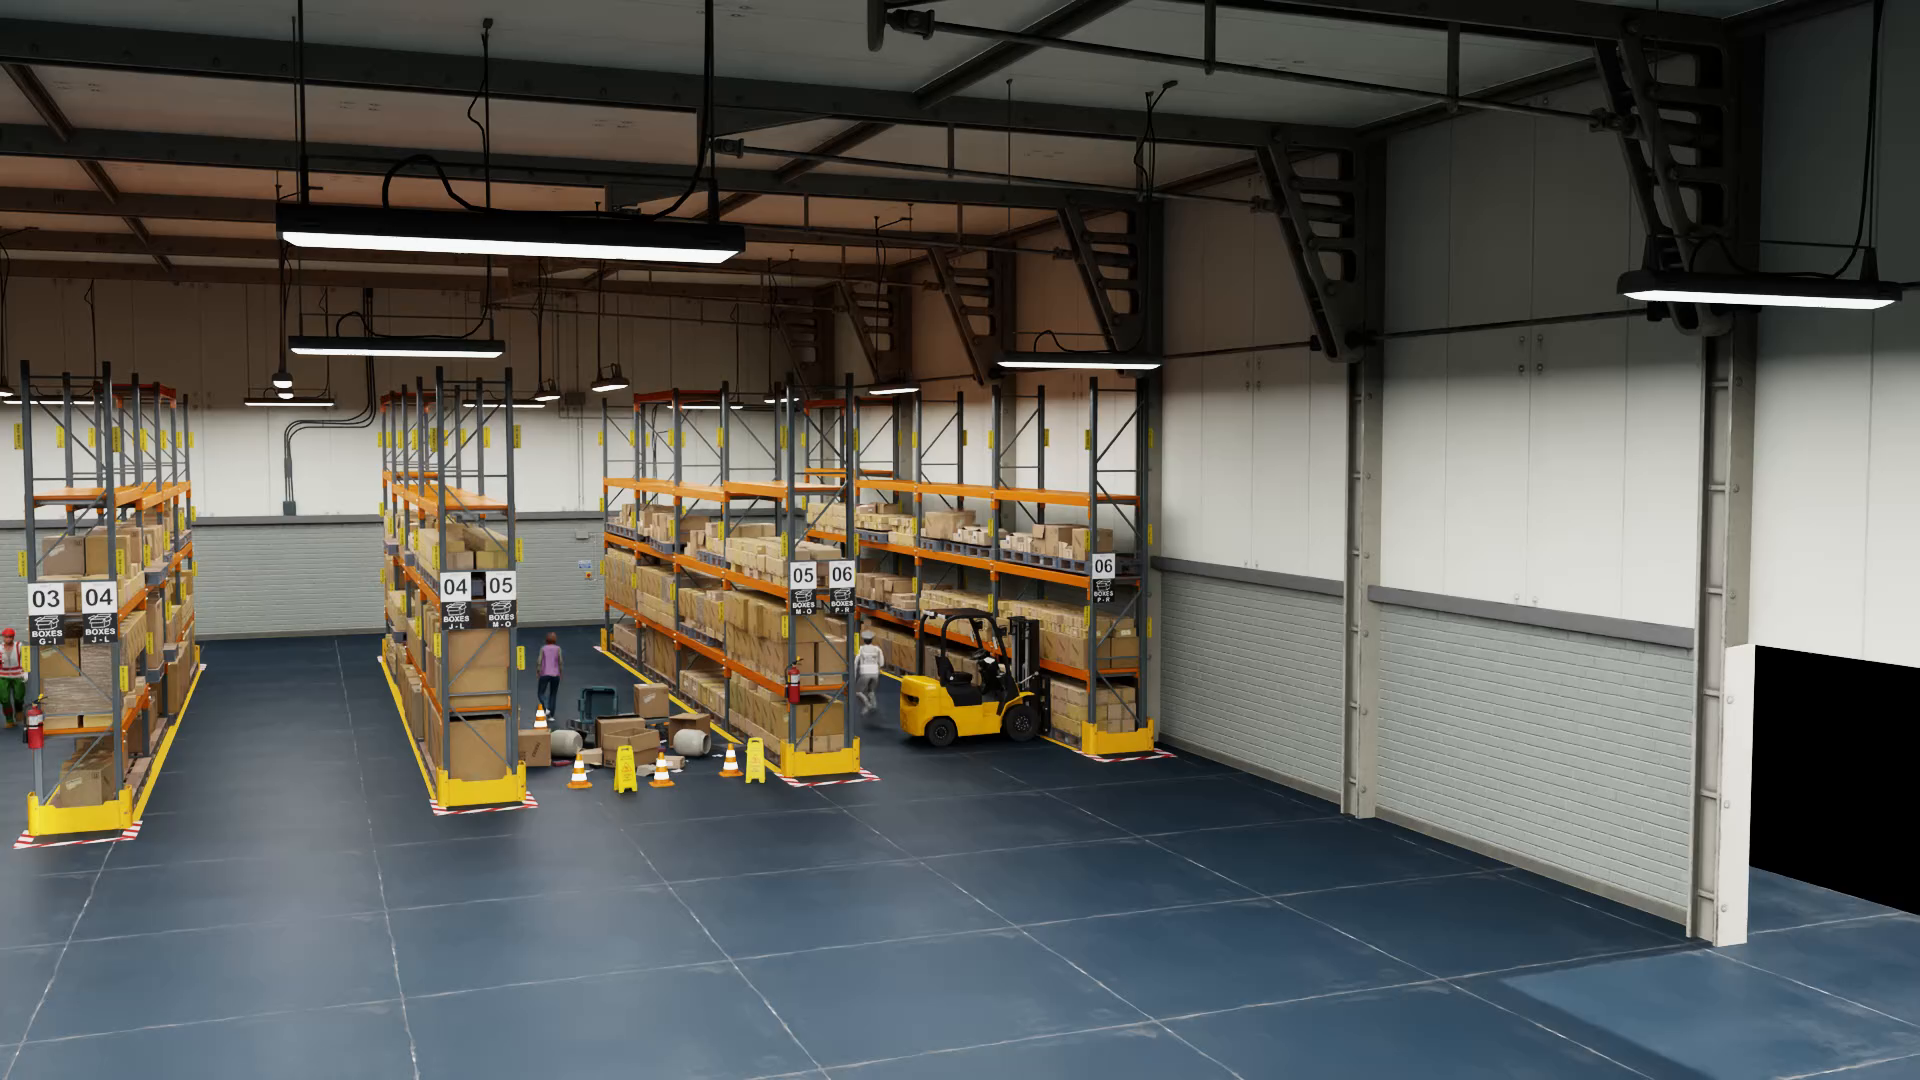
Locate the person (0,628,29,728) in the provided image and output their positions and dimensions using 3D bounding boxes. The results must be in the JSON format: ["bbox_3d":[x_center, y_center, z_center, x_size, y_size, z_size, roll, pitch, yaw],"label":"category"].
[{"bbox_3d":[-16.590,2.389,29.074,0.631,1.750,0.673,-1,4,-21],"label":"person"}]

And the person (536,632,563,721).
[{"bbox_3d":[-7.269,2.444,29.510,0.479,1.576,0.609,-1,4,-19],"label":"person"}]

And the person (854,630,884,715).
[{"bbox_3d":[-1.630,2.336,29.422,0.618,1.464,0.716,-1,4,-20],"label":"person"}]
